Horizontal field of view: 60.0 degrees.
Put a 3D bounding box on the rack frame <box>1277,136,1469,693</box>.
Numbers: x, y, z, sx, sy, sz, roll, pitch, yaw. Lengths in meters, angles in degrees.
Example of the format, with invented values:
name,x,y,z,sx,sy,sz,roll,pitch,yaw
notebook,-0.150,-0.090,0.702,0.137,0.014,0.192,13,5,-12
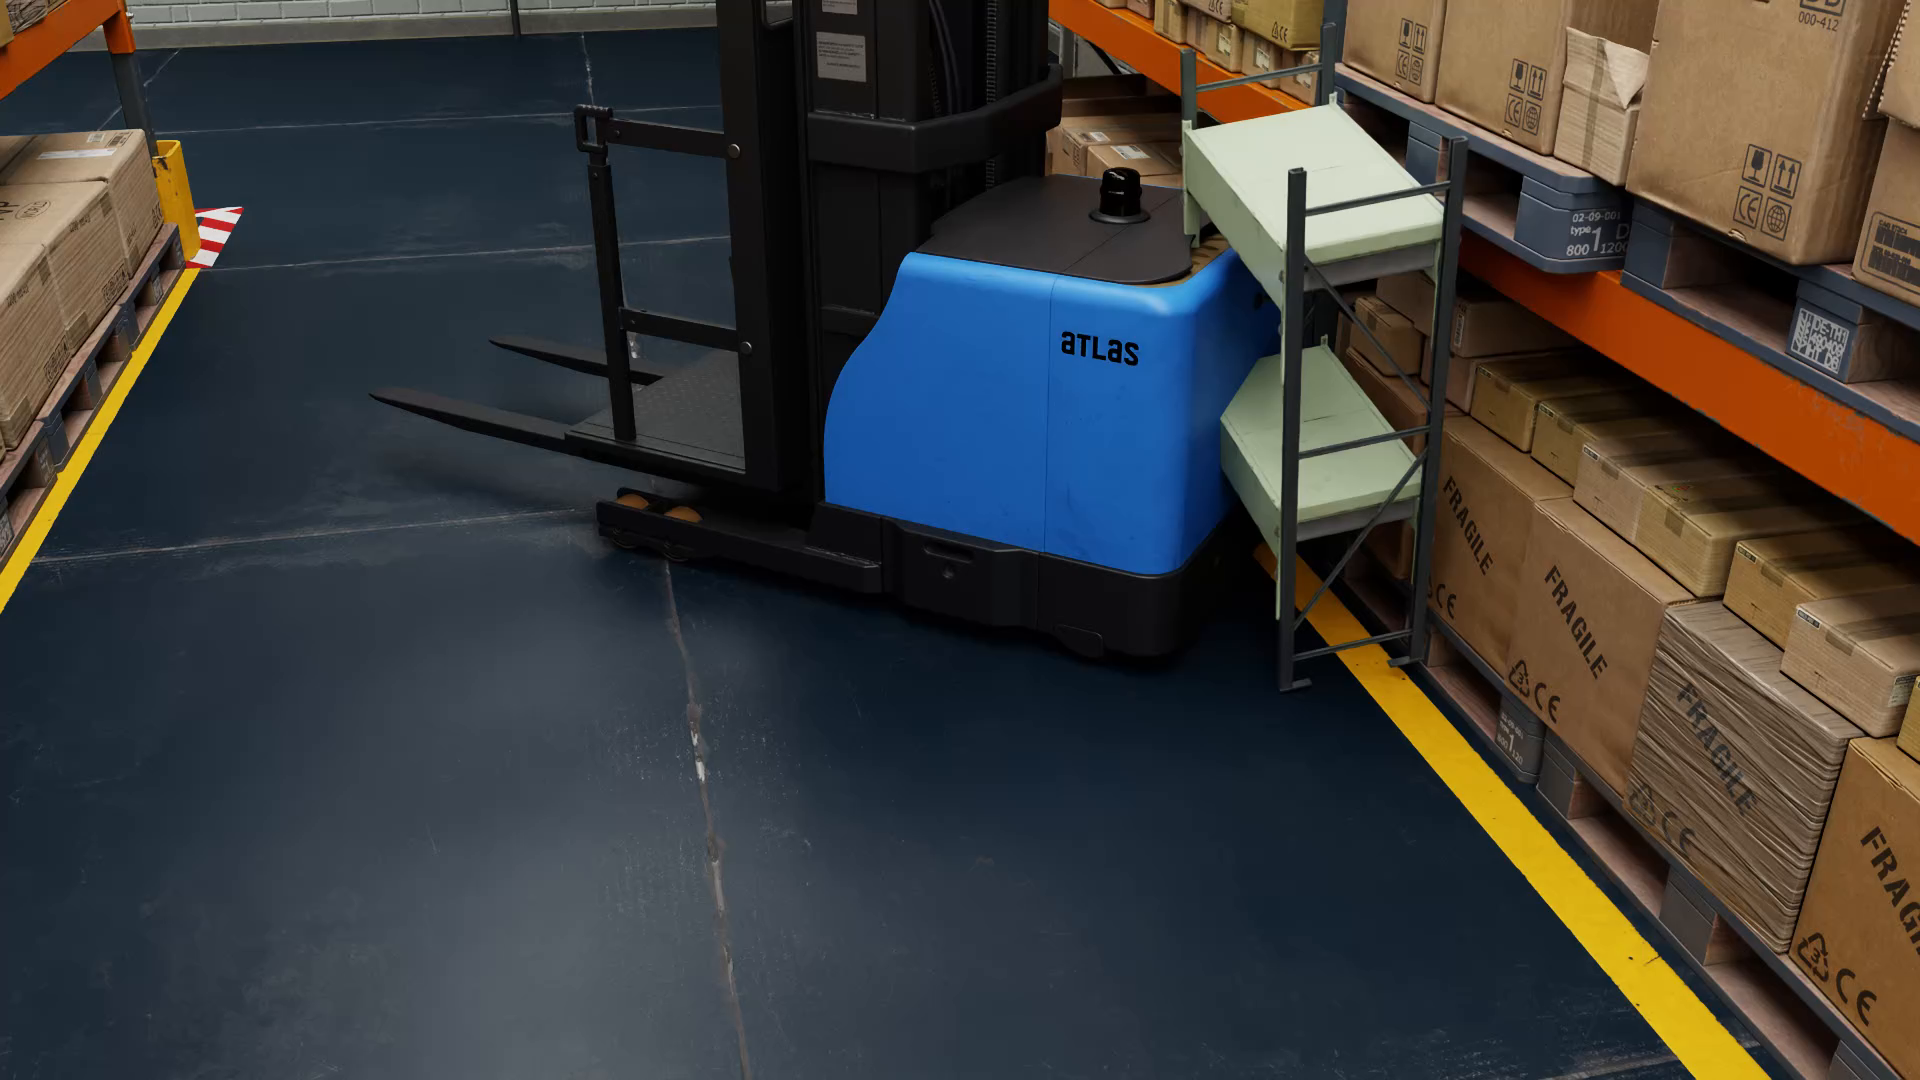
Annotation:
name,x,y,z,sx,sy,sz,roll,pitch,yaw
rack frame,0.970,-0.232,4.006,0.400,1.500,0.023,-12,38,-6

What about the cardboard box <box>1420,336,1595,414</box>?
name,x,y,z,sx,sy,sz,roll,pitch,yaw
cardboard box,1.466,-0.467,4.435,0.380,0.149,0.250,-7,28,-13

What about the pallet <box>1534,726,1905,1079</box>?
name,x,y,z,sx,sy,sz,roll,pitch,yaw
pallet,2.005,0.730,3.569,1.003,0.211,1.213,-6,27,-12

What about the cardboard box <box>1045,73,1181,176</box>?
name,x,y,z,sx,sy,sz,roll,pitch,yaw
cardboard box,0.651,-1.955,8.100,0.797,0.503,0.637,-7,28,-14

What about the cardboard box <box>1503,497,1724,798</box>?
name,x,y,z,sx,sy,sz,roll,pitch,yaw
cardboard box,1.634,0.211,3.810,0.500,0.500,0.500,-7,28,-13

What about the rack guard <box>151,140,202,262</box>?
name,x,y,z,sx,sy,sz,roll,pitch,yaw
rack guard,-4.235,-1.549,7.765,1.175,0.500,0.348,-6,27,-12

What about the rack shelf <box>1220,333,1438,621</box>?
name,x,y,z,sx,sy,sz,roll,pitch,yaw
rack shelf,0.926,-0.186,4.492,0.431,0.370,0.720,-12,38,-6

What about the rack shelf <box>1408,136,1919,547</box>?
name,x,y,z,sx,sy,sz,roll,pitch,yaw
rack shelf,1.957,-0.205,3.126,1.077,0.370,4.000,-6,27,-12

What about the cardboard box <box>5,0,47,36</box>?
name,x,y,z,sx,sy,sz,roll,pitch,yaw
cardboard box,-3.640,-2.068,5.907,0.500,0.500,0.500,-5,27,-10

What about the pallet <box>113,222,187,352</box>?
name,x,y,z,sx,sy,sz,roll,pitch,yaw
pallet,-3.974,-1.067,7.130,1.003,0.211,1.213,-6,27,-12

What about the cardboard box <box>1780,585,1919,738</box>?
name,x,y,z,sx,sy,sz,roll,pitch,yaw
cardboard box,1.778,0.214,3.085,0.380,0.149,0.250,-7,28,-14

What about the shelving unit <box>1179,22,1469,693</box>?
name,x,y,z,sx,sy,sz,roll,pitch,yaw
shelving unit,0.893,-0.444,4.294,0.431,1.500,0.755,-12,38,-6

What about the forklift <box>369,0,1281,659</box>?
name,x,y,z,sx,sy,sz,roll,pitch,yaw
forklift,-0.554,-1.438,4.846,3.031,2.935,1.130,13,30,24

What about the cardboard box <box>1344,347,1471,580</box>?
name,x,y,z,sx,sy,sz,roll,pitch,yaw
cardboard box,1.396,-0.241,4.706,0.500,0.500,0.500,-5,27,-9

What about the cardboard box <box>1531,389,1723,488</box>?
name,x,y,z,sx,sy,sz,roll,pitch,yaw
cardboard box,1.610,-0.237,3.979,0.380,0.149,0.250,-6,27,-12

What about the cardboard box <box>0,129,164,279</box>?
name,x,y,z,sx,sy,sz,roll,pitch,yaw
cardboard box,-3.984,-1.419,7.110,0.875,0.438,0.875,-7,28,-13

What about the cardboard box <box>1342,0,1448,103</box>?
name,x,y,z,sx,sy,sz,roll,pitch,yaw
cardboard box,1.398,-1.402,4.121,0.700,0.500,0.500,-5,27,-10

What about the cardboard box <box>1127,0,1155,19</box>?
name,x,y,z,sx,sy,sz,roll,pitch,yaw
cardboard box,0.858,-2.086,6.333,0.380,0.149,0.250,-6,27,-12

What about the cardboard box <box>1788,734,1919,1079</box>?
name,x,y,z,sx,sy,sz,roll,pitch,yaw
cardboard box,1.880,0.666,2.910,0.500,0.500,0.500,-5,27,-9

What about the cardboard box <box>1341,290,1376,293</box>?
name,x,y,z,sx,sy,sz,roll,pitch,yaw
cardboard box,1.490,-0.824,6.251,0.380,0.149,0.250,-6,27,-12

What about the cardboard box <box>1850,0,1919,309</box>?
name,x,y,z,sx,sy,sz,roll,pitch,yaw
cardboard box,1.860,-0.580,2.489,0.797,0.503,0.637,-7,28,-13

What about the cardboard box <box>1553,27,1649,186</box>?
name,x,y,z,sx,sy,sz,roll,pitch,yaw
cardboard box,1.446,-0.883,3.354,0.396,0.266,0.258,-5,27,-9

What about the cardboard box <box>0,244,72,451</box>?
name,x,y,z,sx,sy,sz,roll,pitch,yaw
cardboard box,-3.568,-0.622,5.531,0.875,0.438,0.875,-7,28,-13

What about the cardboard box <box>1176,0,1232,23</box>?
name,x,y,z,sx,sy,sz,roll,pitch,yaw
cardboard box,1.027,-1.888,5.497,0.500,0.250,0.500,-6,27,-11

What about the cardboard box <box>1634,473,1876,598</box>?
name,x,y,z,sx,sy,sz,roll,pitch,yaw
cardboard box,1.683,-0.014,3.538,0.380,0.149,0.250,-5,27,-10

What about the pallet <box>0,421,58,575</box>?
name,x,y,z,sx,sy,sz,roll,pitch,yaw
pallet,-3.424,0.004,5.007,1.003,0.211,1.213,-6,27,-12

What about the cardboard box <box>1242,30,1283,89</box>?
name,x,y,z,sx,sy,sz,roll,pitch,yaw
cardboard box,1.109,-1.519,5.209,0.380,0.149,0.250,-5,27,-10

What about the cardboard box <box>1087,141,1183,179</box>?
name,x,y,z,sx,sy,sz,roll,pitch,yaw
cardboard box,0.827,-1.332,6.869,0.500,0.500,0.500,-5,27,-11

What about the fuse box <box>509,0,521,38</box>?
name,x,y,z,sx,sy,sz,roll,pitch,yaw
fuse box,-3.444,-4.702,12.667,0.539,1.711,0.414,-6,27,-12

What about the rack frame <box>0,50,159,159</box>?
name,x,y,z,sx,sy,sz,roll,pitch,yaw
rack frame,-4.230,-2.655,7.181,1.000,3.000,0.127,-6,27,-12

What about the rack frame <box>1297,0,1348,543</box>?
name,x,y,z,sx,sy,sz,roll,pitch,yaw
rack frame,1.506,-1.405,4.704,1.000,3.000,0.127,-6,27,-12

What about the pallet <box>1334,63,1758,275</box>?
name,x,y,z,sx,sy,sz,roll,pitch,yaw
pallet,1.580,-0.957,4.030,1.003,0.211,1.213,-6,27,-12

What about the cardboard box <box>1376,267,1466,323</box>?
name,x,y,z,sx,sy,sz,roll,pitch,yaw
cardboard box,1.387,-0.720,4.606,0.380,0.149,0.250,-6,27,-12

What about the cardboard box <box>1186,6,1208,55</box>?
name,x,y,z,sx,sy,sz,roll,pitch,yaw
cardboard box,0.994,-1.748,5.664,0.380,0.149,0.250,-5,27,-10
